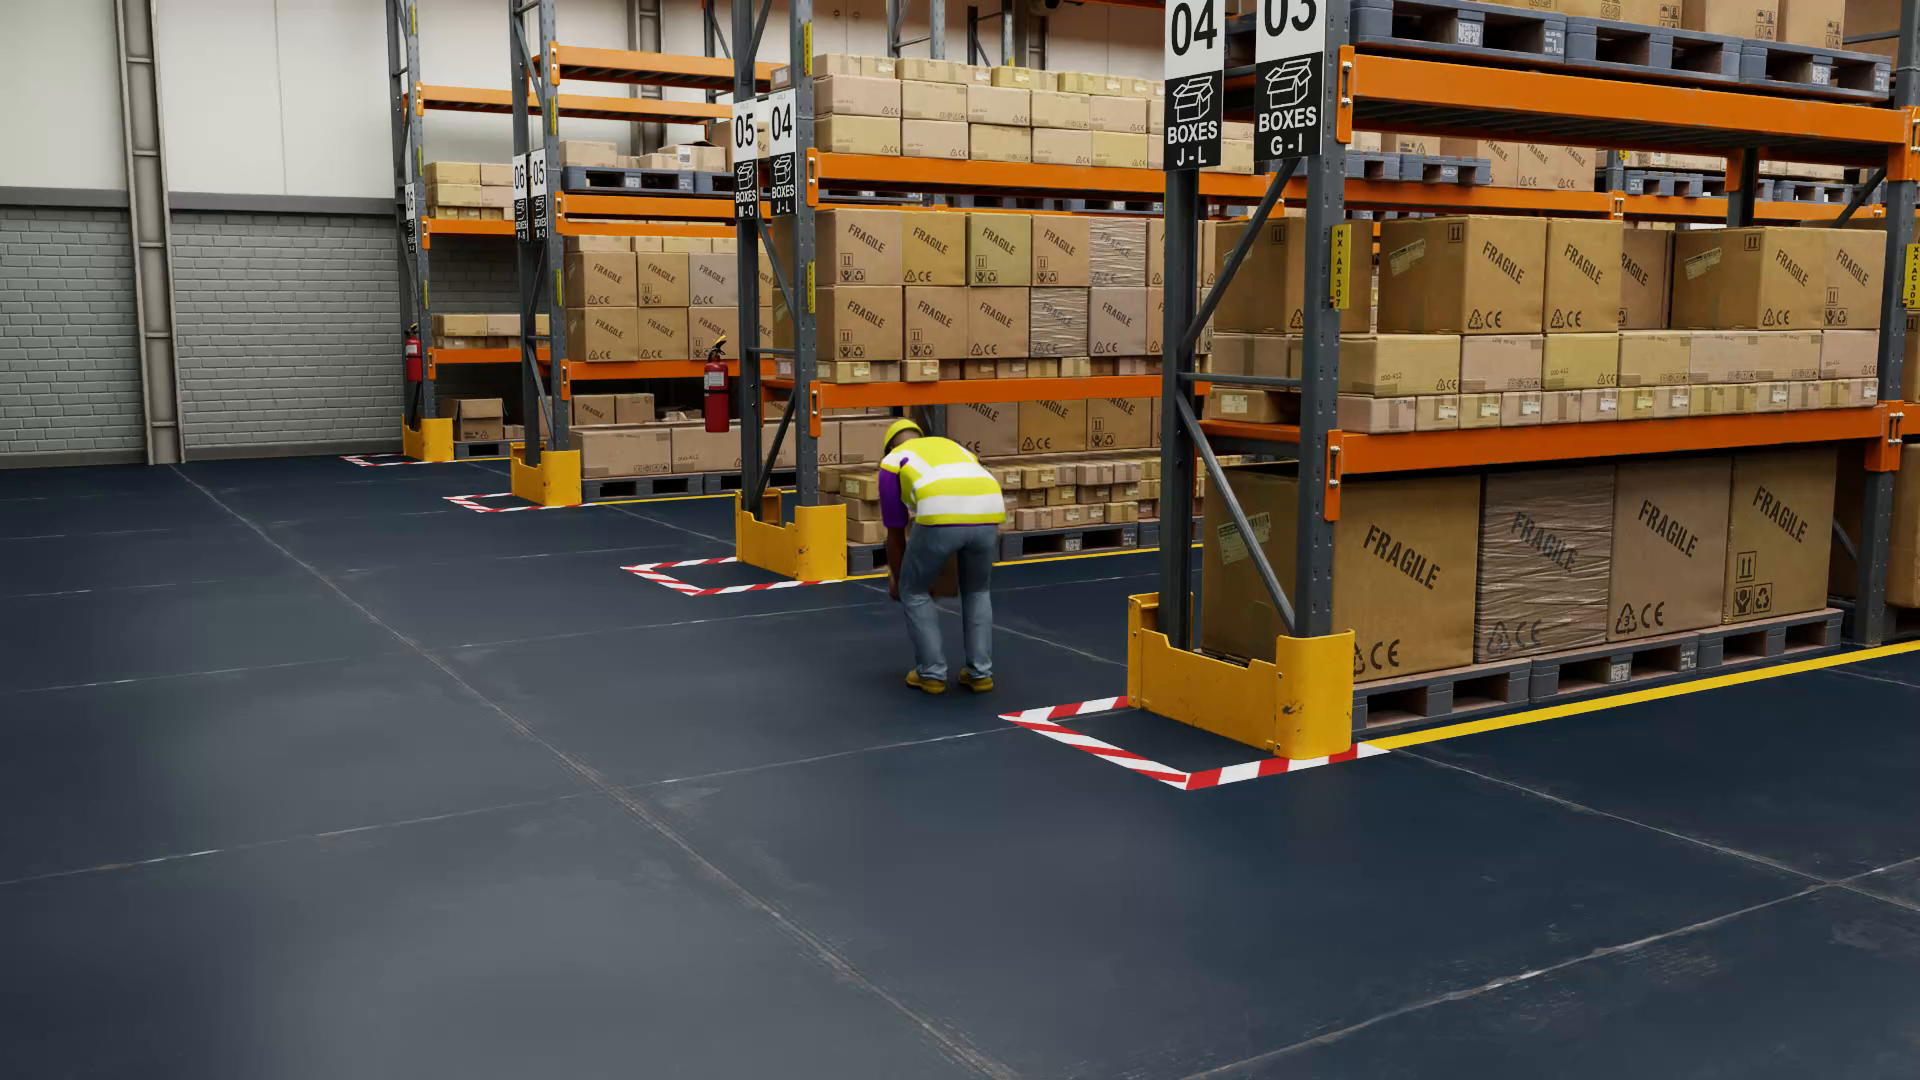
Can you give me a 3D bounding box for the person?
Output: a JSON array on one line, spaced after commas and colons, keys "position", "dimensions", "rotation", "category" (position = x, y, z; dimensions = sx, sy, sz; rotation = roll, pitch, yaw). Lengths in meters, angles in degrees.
[{"position": [-0.135, 0.065, 8.071], "dimensions": [0.501, 1.259, 0.938], "rotation": [-3, 9, -22], "category": "person"}]
